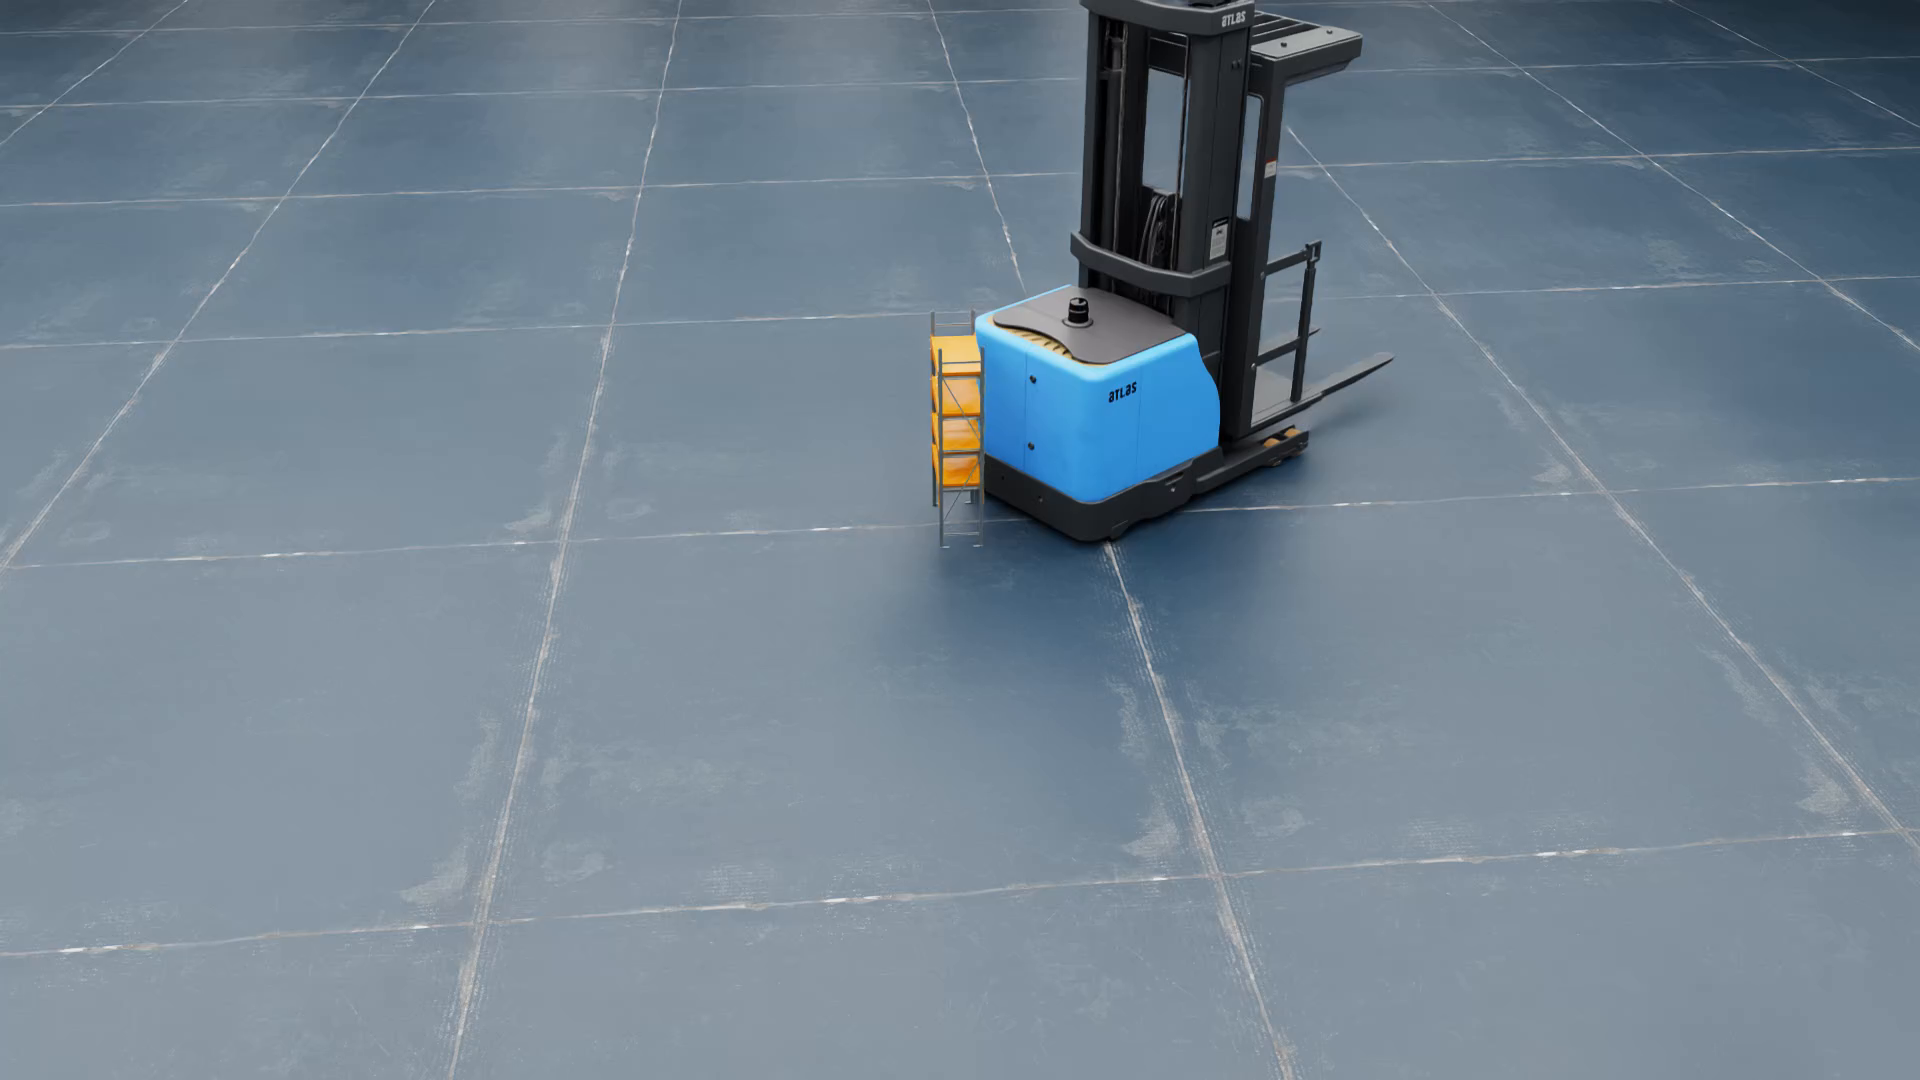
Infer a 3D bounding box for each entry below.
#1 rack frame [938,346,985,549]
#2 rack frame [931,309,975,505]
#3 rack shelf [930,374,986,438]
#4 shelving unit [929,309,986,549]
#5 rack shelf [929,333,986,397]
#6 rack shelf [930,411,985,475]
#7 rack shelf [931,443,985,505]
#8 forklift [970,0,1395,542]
[{"bbox_3d":[0.007,-0.475,8.875,0.240,1.200,0.015,-3,31,-5],"label":"rack frame"},{"bbox_3d":[-0.038,-0.724,9.292,0.240,1.200,0.015,-3,31,-5],"label":"rack frame"},{"bbox_3d":[-0.015,-0.734,9.004,0.258,0.148,0.480,-3,31,-5],"label":"rack shelf"},{"bbox_3d":[-0.015,-0.600,9.084,0.258,1.200,0.503,-3,31,-5],"label":"shelving unit"},{"bbox_3d":[-0.015,-0.937,8.882,0.258,0.148,0.480,-3,31,-5],"label":"rack shelf"},{"bbox_3d":[-0.015,-0.542,9.118,0.258,0.148,0.480,-3,31,-5],"label":"rack shelf"},{"bbox_3d":[-0.015,-0.371,9.220,0.258,0.148,0.480,-3,31,-5],"label":"rack shelf"},{"bbox_3d":[1.481,-1.881,9.540,3.031,2.935,1.130,-24,39,-35],"label":"forklift"}]
